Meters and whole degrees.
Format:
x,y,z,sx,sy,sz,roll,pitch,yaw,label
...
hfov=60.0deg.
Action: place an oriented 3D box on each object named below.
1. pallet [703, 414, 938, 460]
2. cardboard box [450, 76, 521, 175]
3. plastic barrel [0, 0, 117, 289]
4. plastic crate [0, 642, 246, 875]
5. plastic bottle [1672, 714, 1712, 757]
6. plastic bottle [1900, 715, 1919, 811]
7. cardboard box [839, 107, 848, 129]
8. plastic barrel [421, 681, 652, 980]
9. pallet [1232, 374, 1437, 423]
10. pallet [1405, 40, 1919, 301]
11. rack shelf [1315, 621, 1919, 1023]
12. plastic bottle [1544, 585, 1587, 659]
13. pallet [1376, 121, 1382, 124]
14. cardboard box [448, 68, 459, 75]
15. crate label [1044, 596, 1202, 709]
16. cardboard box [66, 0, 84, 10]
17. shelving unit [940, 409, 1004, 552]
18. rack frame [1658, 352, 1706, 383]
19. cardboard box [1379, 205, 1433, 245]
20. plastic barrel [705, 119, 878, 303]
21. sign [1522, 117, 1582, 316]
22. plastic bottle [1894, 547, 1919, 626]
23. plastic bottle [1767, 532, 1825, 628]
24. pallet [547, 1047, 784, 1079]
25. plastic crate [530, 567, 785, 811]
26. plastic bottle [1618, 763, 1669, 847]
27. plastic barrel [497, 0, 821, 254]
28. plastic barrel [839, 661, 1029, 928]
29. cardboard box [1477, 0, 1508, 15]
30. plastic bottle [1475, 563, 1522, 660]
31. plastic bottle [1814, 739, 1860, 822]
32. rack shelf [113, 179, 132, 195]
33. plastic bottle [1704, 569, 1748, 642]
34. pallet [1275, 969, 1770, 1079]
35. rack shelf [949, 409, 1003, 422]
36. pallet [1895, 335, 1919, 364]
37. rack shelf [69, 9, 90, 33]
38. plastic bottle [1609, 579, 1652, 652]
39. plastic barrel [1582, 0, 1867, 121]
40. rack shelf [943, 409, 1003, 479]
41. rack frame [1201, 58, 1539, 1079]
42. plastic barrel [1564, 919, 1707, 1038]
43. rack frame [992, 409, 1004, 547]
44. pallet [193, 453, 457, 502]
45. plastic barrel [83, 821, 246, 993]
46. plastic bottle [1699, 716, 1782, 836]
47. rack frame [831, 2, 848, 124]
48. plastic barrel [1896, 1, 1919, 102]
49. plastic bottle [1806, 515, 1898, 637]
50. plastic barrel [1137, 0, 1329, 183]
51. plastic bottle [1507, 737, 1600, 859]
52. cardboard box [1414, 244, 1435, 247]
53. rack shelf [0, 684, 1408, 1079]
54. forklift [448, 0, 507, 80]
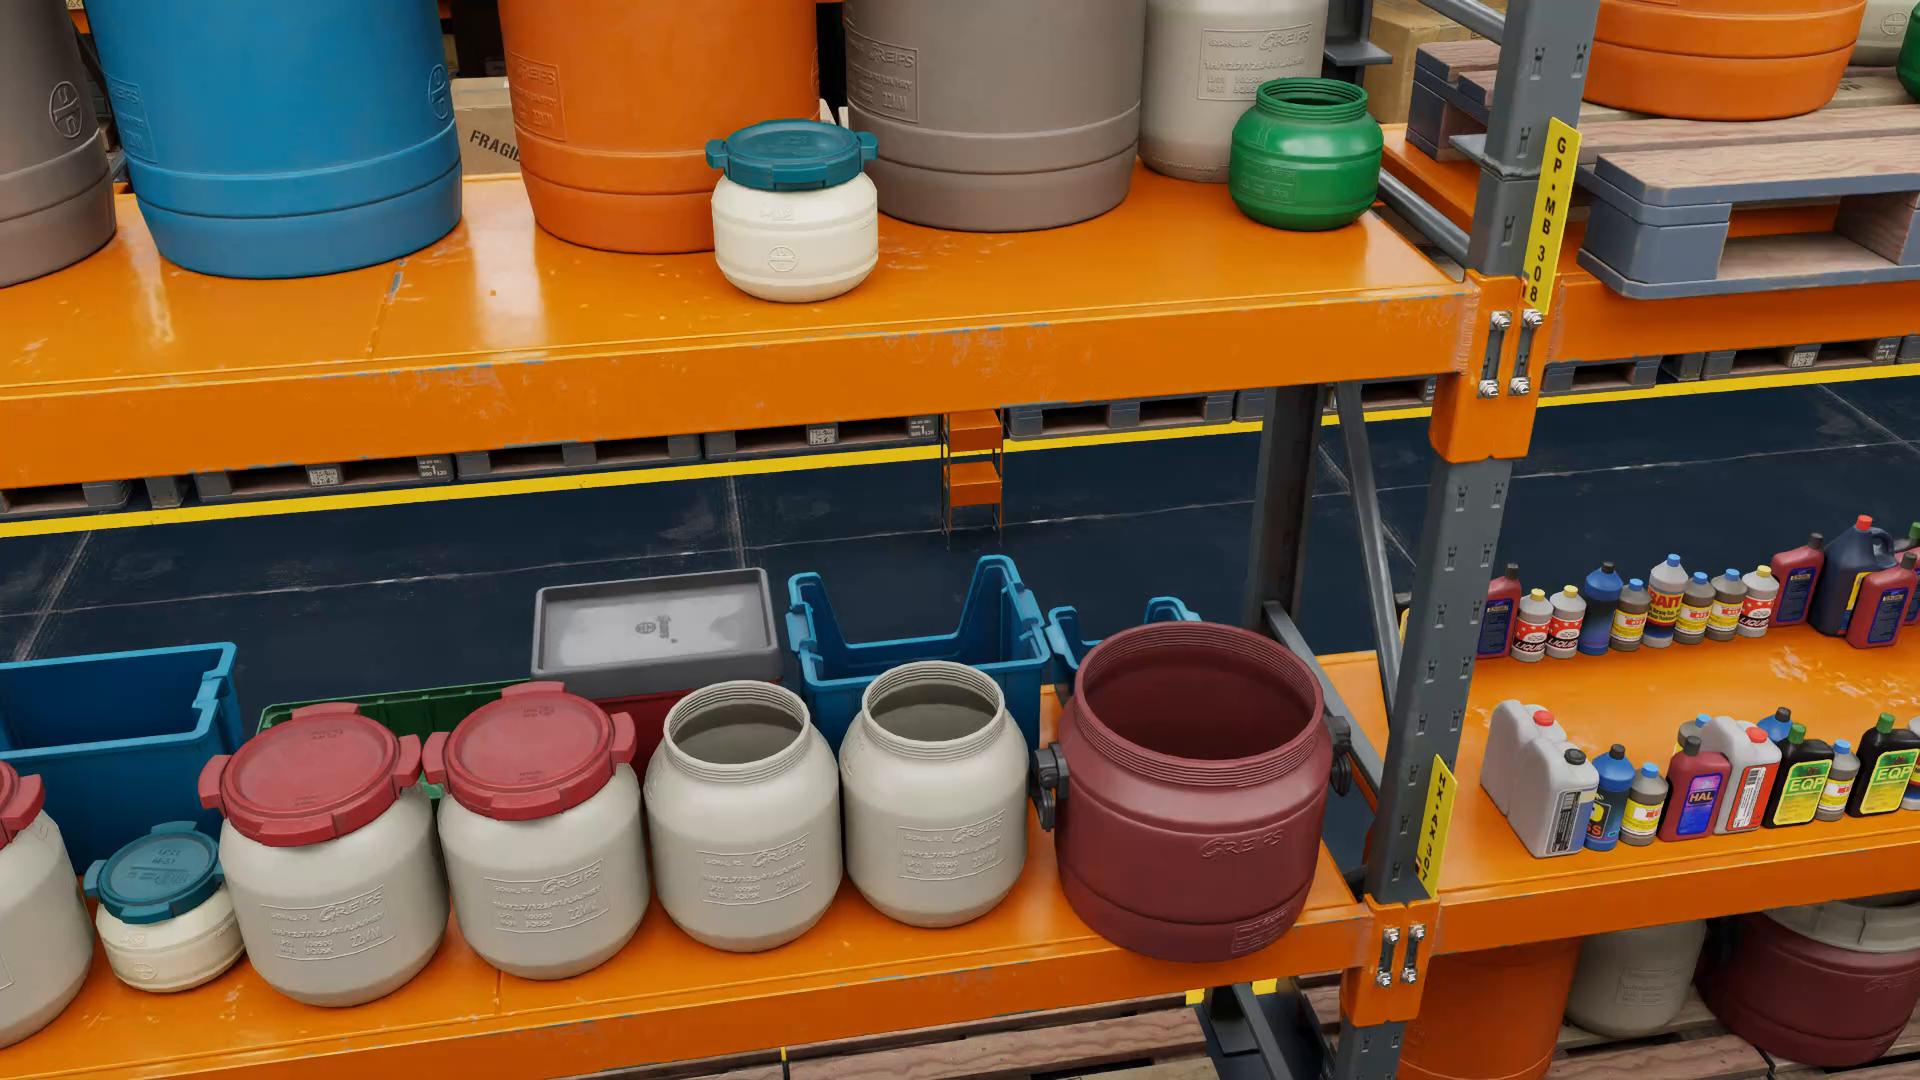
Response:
x,y,z,sx,sy,sz,roll,pitch,yaw,label
-0.790,-0.796,8.896,1.213,0.211,1.003,-5,31,-9,pallet
-2.138,-1.888,7.903,0.500,0.500,0.500,-5,31,-9,cardboard box
-1.914,-0.943,2.940,0.600,0.901,0.600,0,30,0,plastic barrel
-1.990,0.532,3.902,0.575,0.384,0.392,-5,31,-9,plastic crate
1.814,0.520,4.102,0.097,0.201,0.097,0,30,0,plastic bottle
2.332,0.520,4.032,0.097,0.271,0.097,0,30,0,plastic bottle
-0.338,-2.004,8.287,0.500,0.311,0.500,-3,31,-6,cardboard box
-0.891,0.638,3.572,0.433,0.535,0.433,0,30,0,plastic barrel
1.966,-1.011,9.261,1.213,0.211,1.003,-5,31,-9,pallet
1.686,-0.817,3.407,1.213,0.211,1.003,-5,31,-9,pallet
2.883,0.543,4.576,4.000,0.370,1.077,-5,31,-9,rack shelf
1.676,0.220,4.612,0.097,0.201,0.097,0,30,0,plastic bottle
1.939,-2.151,8.639,1.213,0.211,1.003,-5,31,-9,pallet
-3.583,-3.418,12.636,0.500,0.500,0.700,-6,31,-10,cardboard box
0.434,0.340,4.378,0.416,0.233,0.303,-5,31,-9,crate label
-6.198,-3.813,11.404,0.500,0.250,0.500,-5,31,-9,cardboard box
0.053,-0.457,7.492,0.252,1.050,0.215,-5,31,-9,shelving unit
3.962,-2.419,8.905,0.127,3.000,1.000,-5,31,-9,rack frame
2.458,-1.841,9.214,0.500,0.250,0.500,-5,31,-9,cardboard box
-0.293,-0.585,2.963,0.301,0.262,0.301,0,30,0,plastic barrel
1.022,-0.558,2.884,0.005,0.325,0.100,-5,31,-9,sign
2.685,0.113,4.713,0.133,0.283,0.061,-5,31,-9,plastic bottle
2.361,0.112,4.715,0.133,0.283,0.061,-5,31,-9,plastic bottle
-1.051,1.779,4.516,1.213,0.211,1.003,-5,31,-9,pallet
-0.729,0.383,4.076,0.583,0.464,0.402,-5,31,-9,plastic crate
1.614,0.617,3.937,0.097,0.201,0.097,0,30,0,plastic bottle
-0.574,-1.036,3.169,0.708,0.830,0.600,-5,31,-9,plastic barrel
-0.058,0.568,3.714,0.421,0.512,0.421,0,30,0,plastic barrel
2.791,-2.617,8.729,0.500,0.500,0.700,-1,30,-1,cardboard box
1.464,0.195,4.574,0.133,0.283,0.061,-5,31,-9,plastic bottle
2.105,0.572,4.014,0.097,0.201,0.097,0,30,0,plastic bottle
-5.875,-1.196,7.535,4.000,0.370,1.077,-5,31,-9,rack shelf
2.155,0.176,4.687,0.097,0.201,0.097,0,30,0,plastic bottle
1.684,1.525,4.948,1.213,0.211,1.003,-5,31,-9,pallet
0.053,-0.693,7.354,0.240,0.259,0.215,-5,31,-9,rack shelf
5.840,-1.393,9.910,1.213,0.211,1.003,-5,31,-9,pallet
-6.771,-3.666,11.735,4.000,0.370,1.077,-5,31,-9,rack shelf
1.868,0.203,4.642,0.097,0.201,0.097,0,30,0,plastic bottle
1.475,-1.294,3.194,0.708,0.830,0.600,-5,31,-9,plastic barrel
0.053,-0.448,7.498,0.240,0.259,0.215,-5,31,-9,rack shelf
0.916,0.416,4.084,0.127,3.000,1.000,-5,31,-9,rack frame
1.933,1.158,4.862,0.421,0.512,0.421,0,30,0,plastic barrel
0.173,-0.469,7.511,0.008,1.050,0.200,-5,31,-9,rack frame
-3.190,-0.574,8.517,1.213,0.211,1.003,-5,31,-9,pallet
-1.689,0.796,3.573,0.301,0.262,0.301,0,30,0,plastic barrel
1.855,0.549,3.980,0.135,0.276,0.152,-5,31,-9,plastic bottle
-0.869,-4.524,12.484,0.127,3.000,1.000,-5,31,-9,rack frame
1.999,-0.973,3.226,0.294,0.245,0.294,0,30,0,plastic barrel
2.525,0.089,4.687,0.185,0.351,0.144,-5,31,-9,plastic bottle
0.555,-1.050,3.507,0.421,0.512,0.421,0,30,0,plastic barrel
1.400,0.591,3.908,0.135,0.276,0.152,-5,31,-9,plastic bottle
2.427,-1.513,9.395,0.500,0.500,0.500,-5,31,-8,cardboard box
-1.052,0.908,3.955,4.000,0.370,1.077,-5,31,-9,rack shelf
-2.072,-2.693,9.439,3.031,2.935,1.130,-6,31,-10,forklift
